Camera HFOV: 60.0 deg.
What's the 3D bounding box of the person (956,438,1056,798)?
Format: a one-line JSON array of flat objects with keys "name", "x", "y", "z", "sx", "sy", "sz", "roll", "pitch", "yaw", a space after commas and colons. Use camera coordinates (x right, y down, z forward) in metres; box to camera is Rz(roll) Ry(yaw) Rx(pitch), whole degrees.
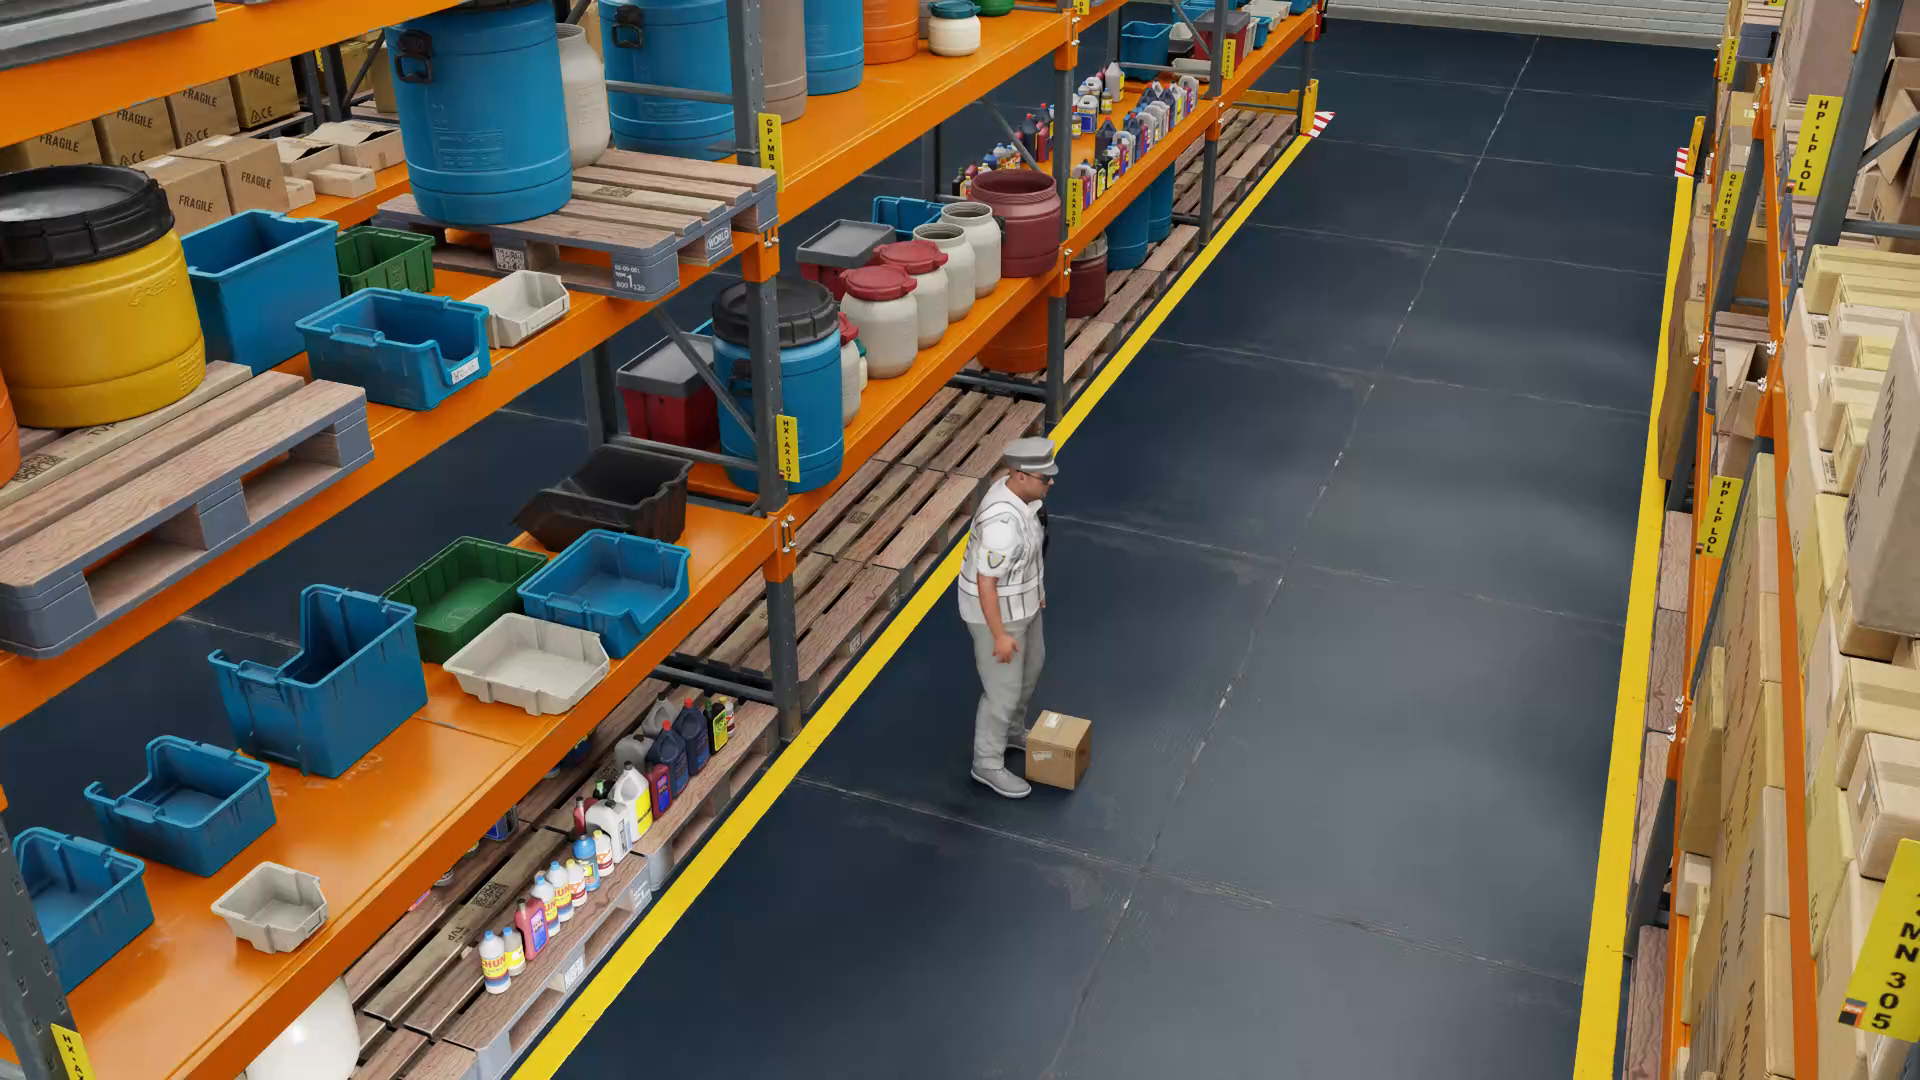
[{"name": "person", "x": 0.221, "y": 0.325, "z": 7.816, "sx": 0.439, "sy": 1.748, "sz": 0.586, "roll": 11, "pitch": 31, "yaw": 19}]
